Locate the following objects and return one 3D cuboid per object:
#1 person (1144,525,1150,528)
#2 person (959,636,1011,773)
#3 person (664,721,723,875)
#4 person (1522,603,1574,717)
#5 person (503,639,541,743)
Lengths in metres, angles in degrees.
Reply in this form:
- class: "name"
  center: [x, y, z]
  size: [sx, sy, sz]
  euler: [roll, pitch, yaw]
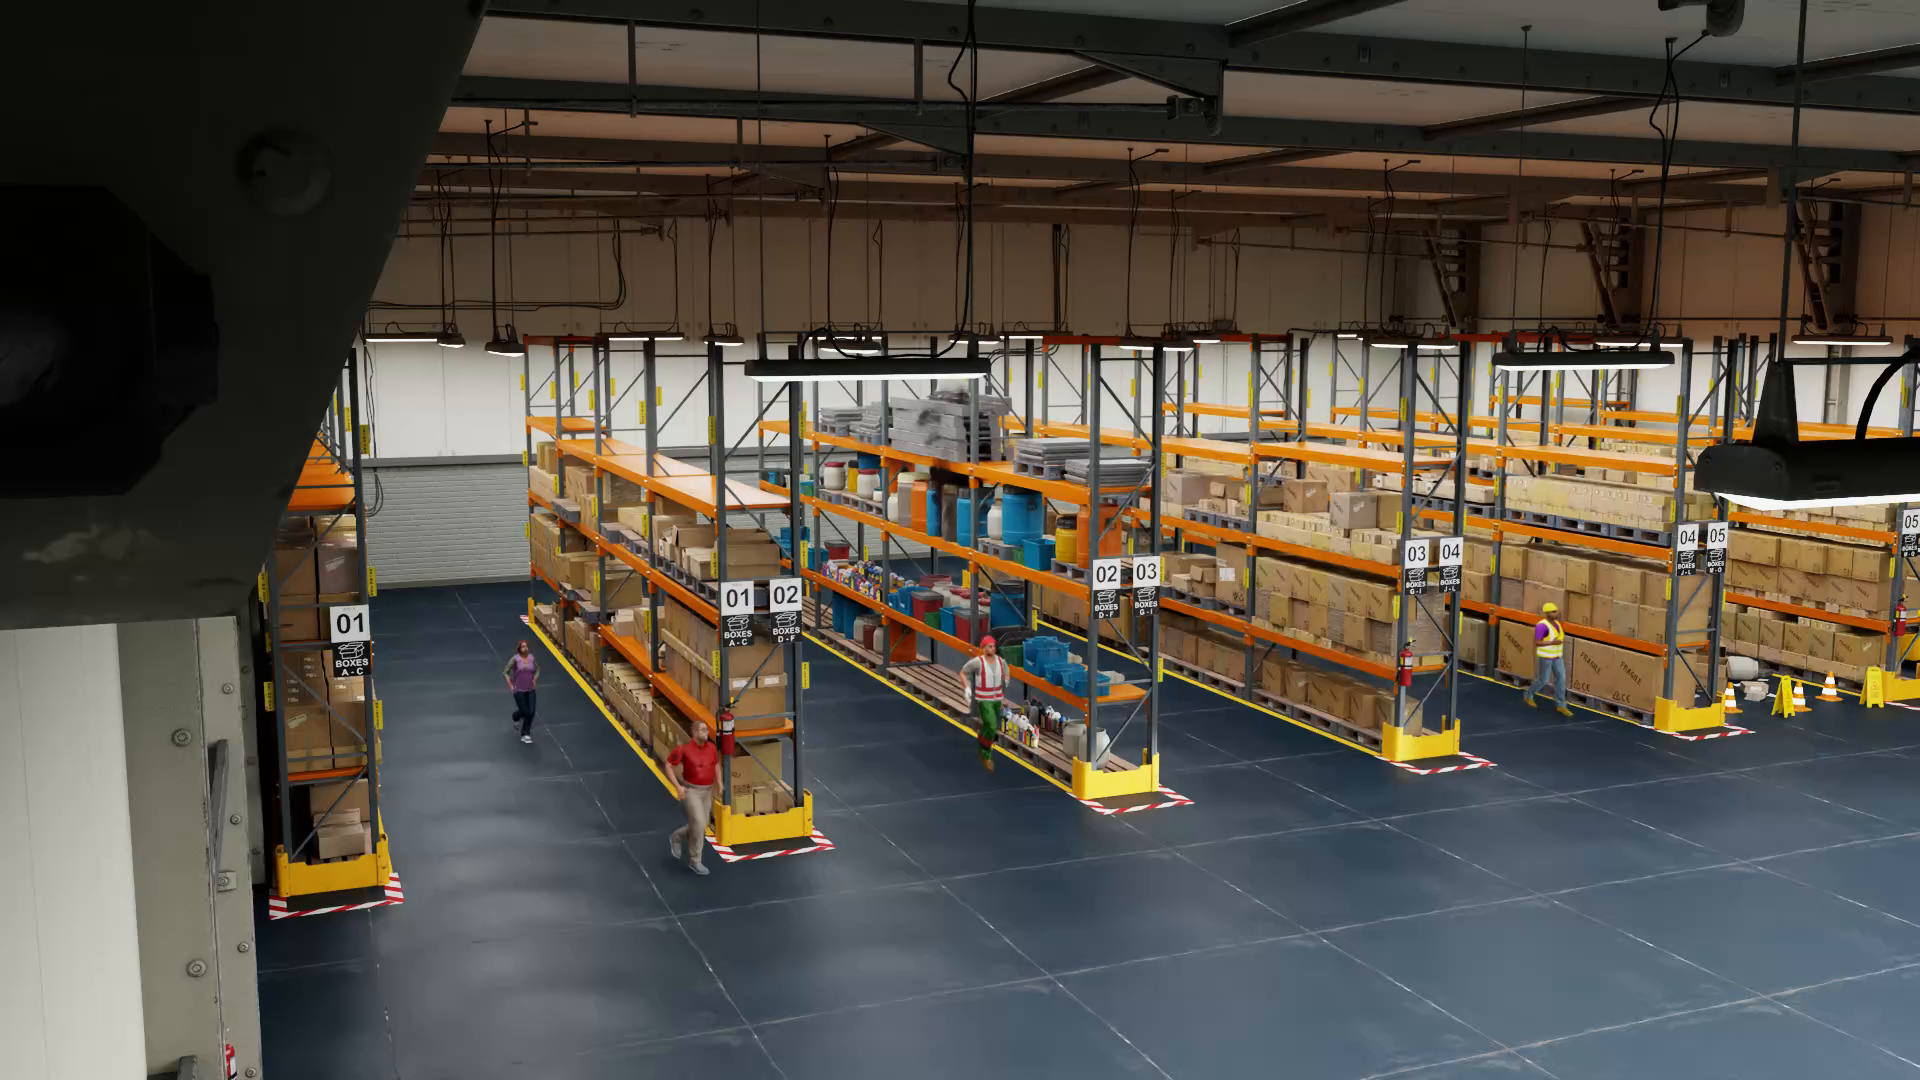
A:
- class: "person"
  center: [4.293, 0.469, 38.104]
  size: [0.558, 1.619, 0.566]
  euler: [-3, 8, -21]
- class: "person"
  center: [0.395, 2.205, 22.535]
  size: [0.645, 1.825, 0.733]
  euler: [-5, 9, -33]
- class: "person"
  center: [-3.062, 2.951, 19.302]
  size: [0.735, 1.710, 0.701]
  euler: [6, 10, 39]
- class: "person"
  center: [9.457, 1.890, 26.655]
  size: [0.694, 1.781, 0.887]
  euler: [-5, 9, -31]
- class: "person"
  center: [-6.549, 2.255, 24.950]
  size: [0.549, 1.552, 0.556]
  euler: [-6, 9, -36]
